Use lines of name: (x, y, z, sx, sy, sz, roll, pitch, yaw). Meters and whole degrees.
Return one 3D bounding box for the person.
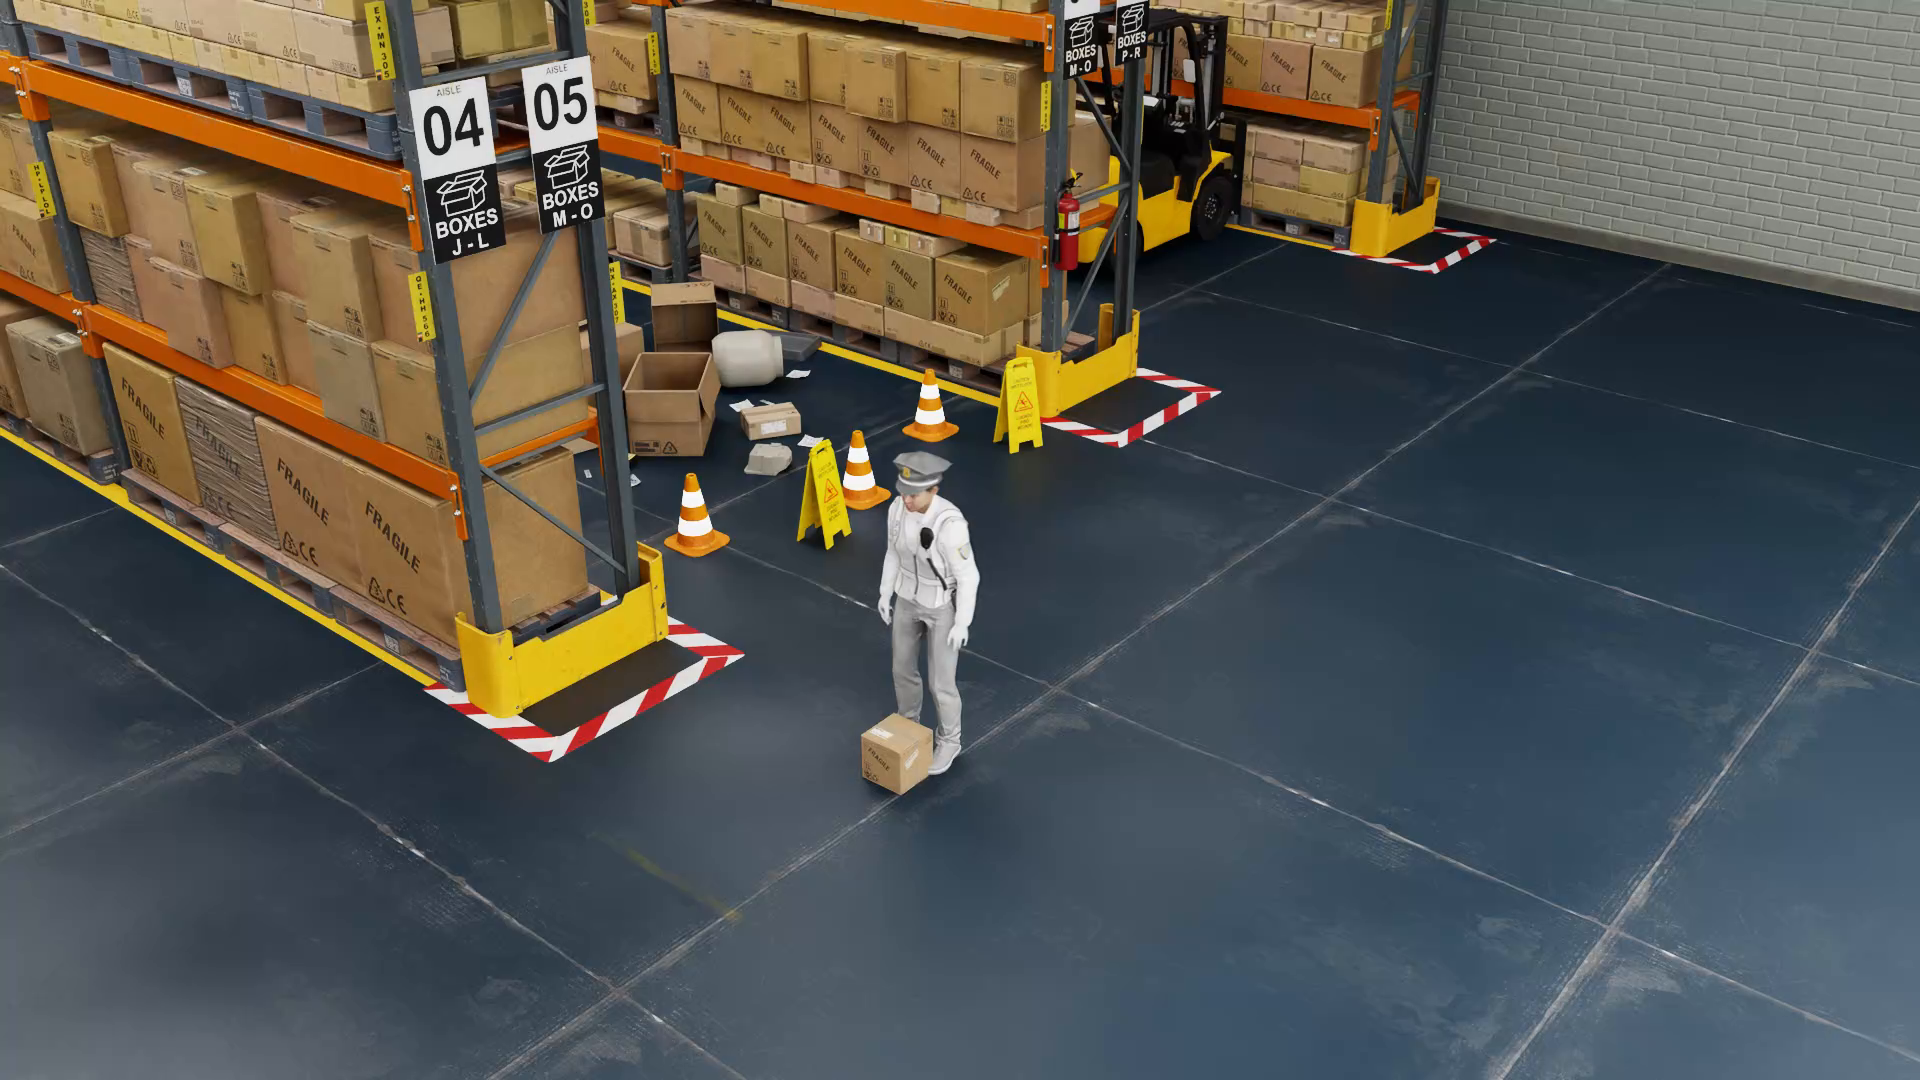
person: (-0.159, 0.335, 7.973, 0.538, 1.663, 0.377, 20, 34, 33)
